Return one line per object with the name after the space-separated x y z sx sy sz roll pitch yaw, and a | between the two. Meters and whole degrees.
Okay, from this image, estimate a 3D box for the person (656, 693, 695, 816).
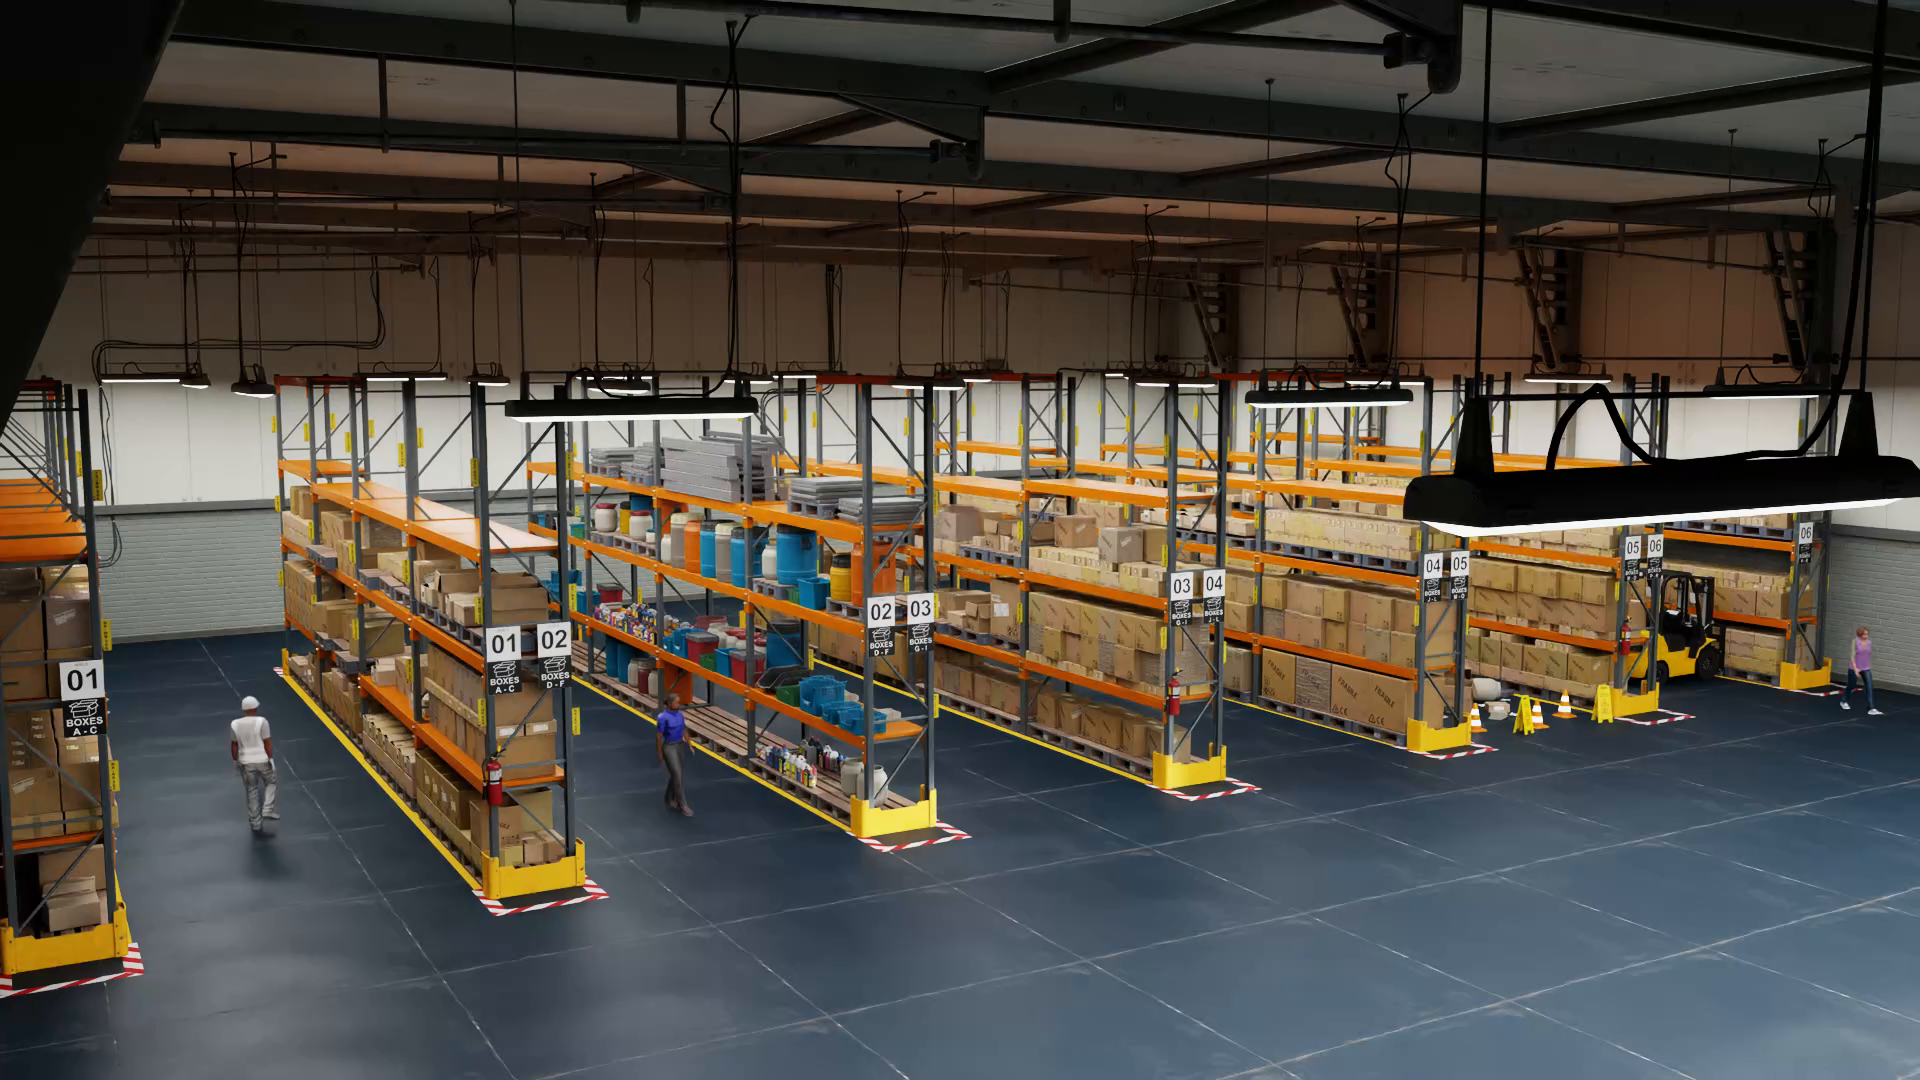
-3.932 2.986 23.308 0.747 1.669 0.470 4 7 33 | person

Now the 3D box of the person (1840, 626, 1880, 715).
16.070 2.308 29.653 0.425 1.561 0.818 1 6 5 | person

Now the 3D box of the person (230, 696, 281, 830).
-9.495 2.997 22.384 0.593 1.774 0.520 -2 7 -17 | person
